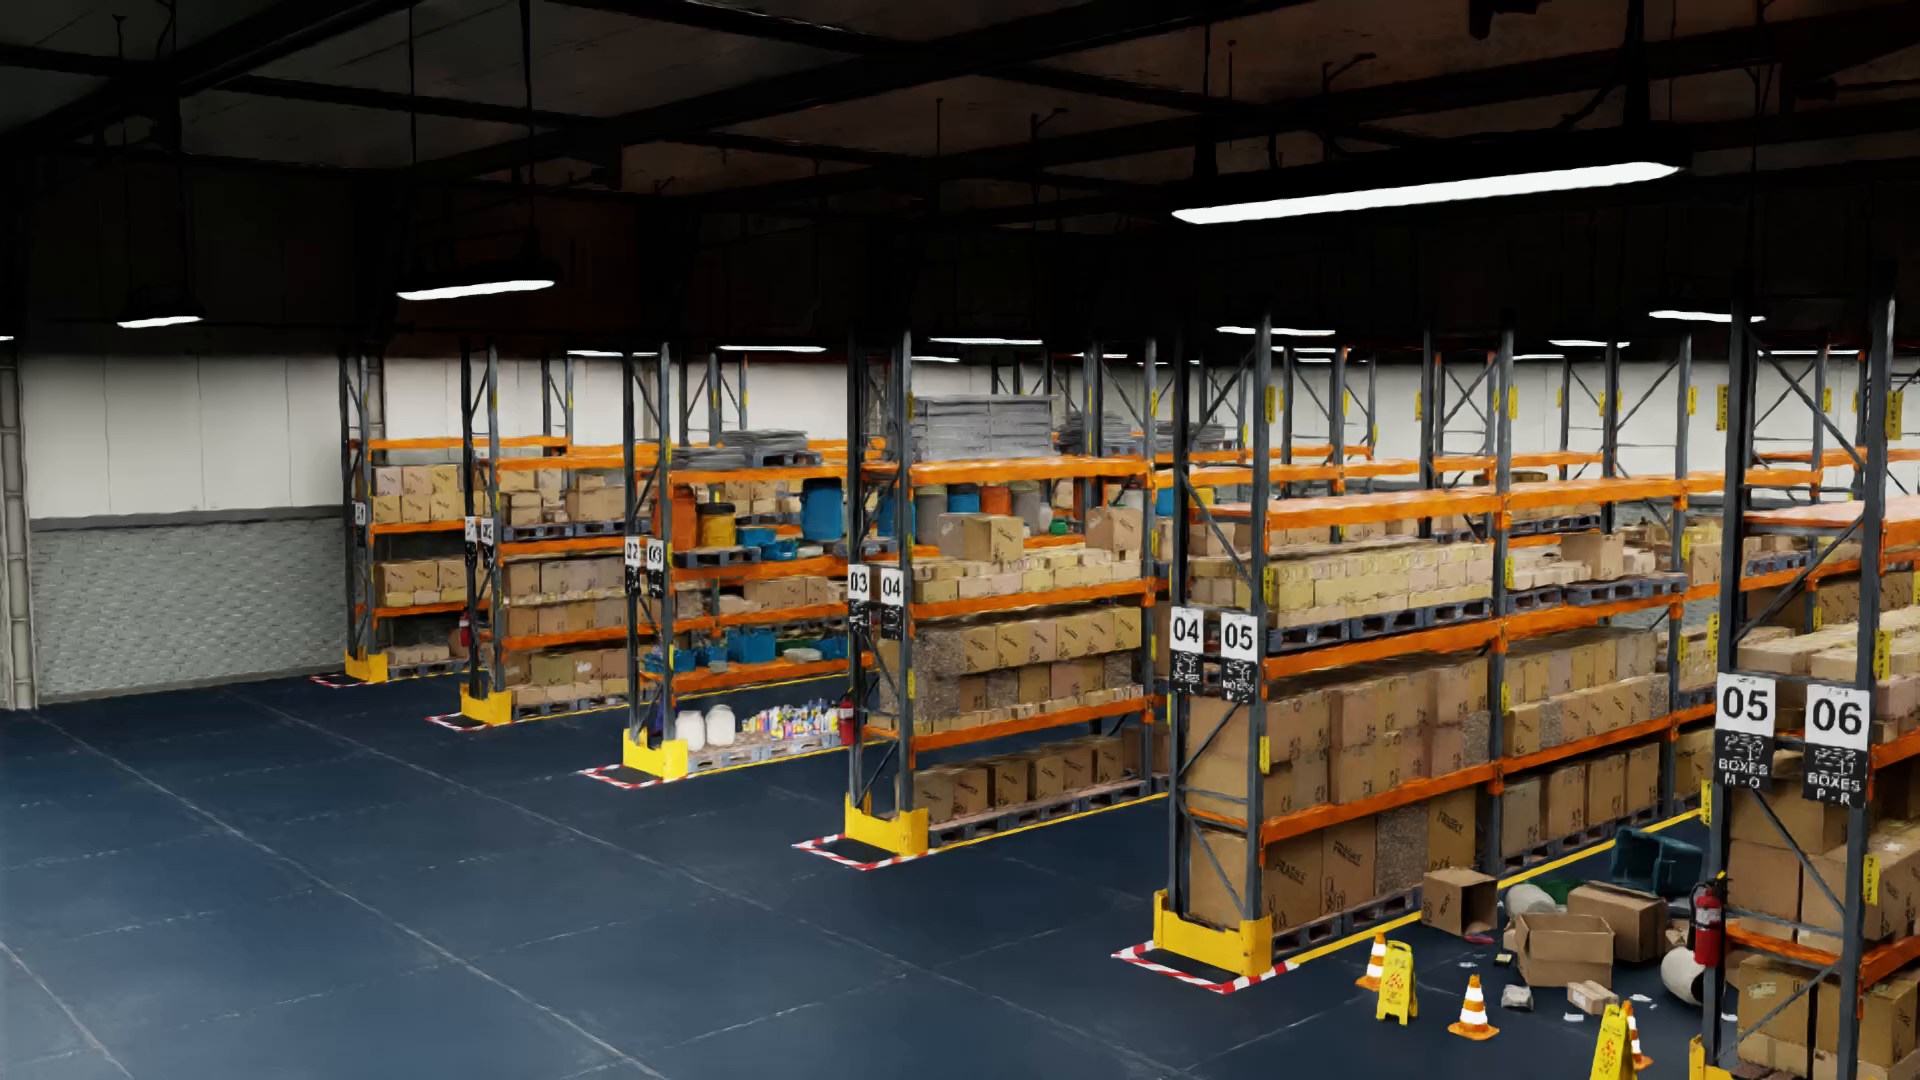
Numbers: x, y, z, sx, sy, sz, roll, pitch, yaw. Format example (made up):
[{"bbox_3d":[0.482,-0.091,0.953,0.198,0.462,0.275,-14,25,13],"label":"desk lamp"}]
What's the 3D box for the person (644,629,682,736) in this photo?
[{"bbox_3d":[-4.466,2.119,25.081,0.478,1.580,0.999,4,7,40],"label":"person"}]
